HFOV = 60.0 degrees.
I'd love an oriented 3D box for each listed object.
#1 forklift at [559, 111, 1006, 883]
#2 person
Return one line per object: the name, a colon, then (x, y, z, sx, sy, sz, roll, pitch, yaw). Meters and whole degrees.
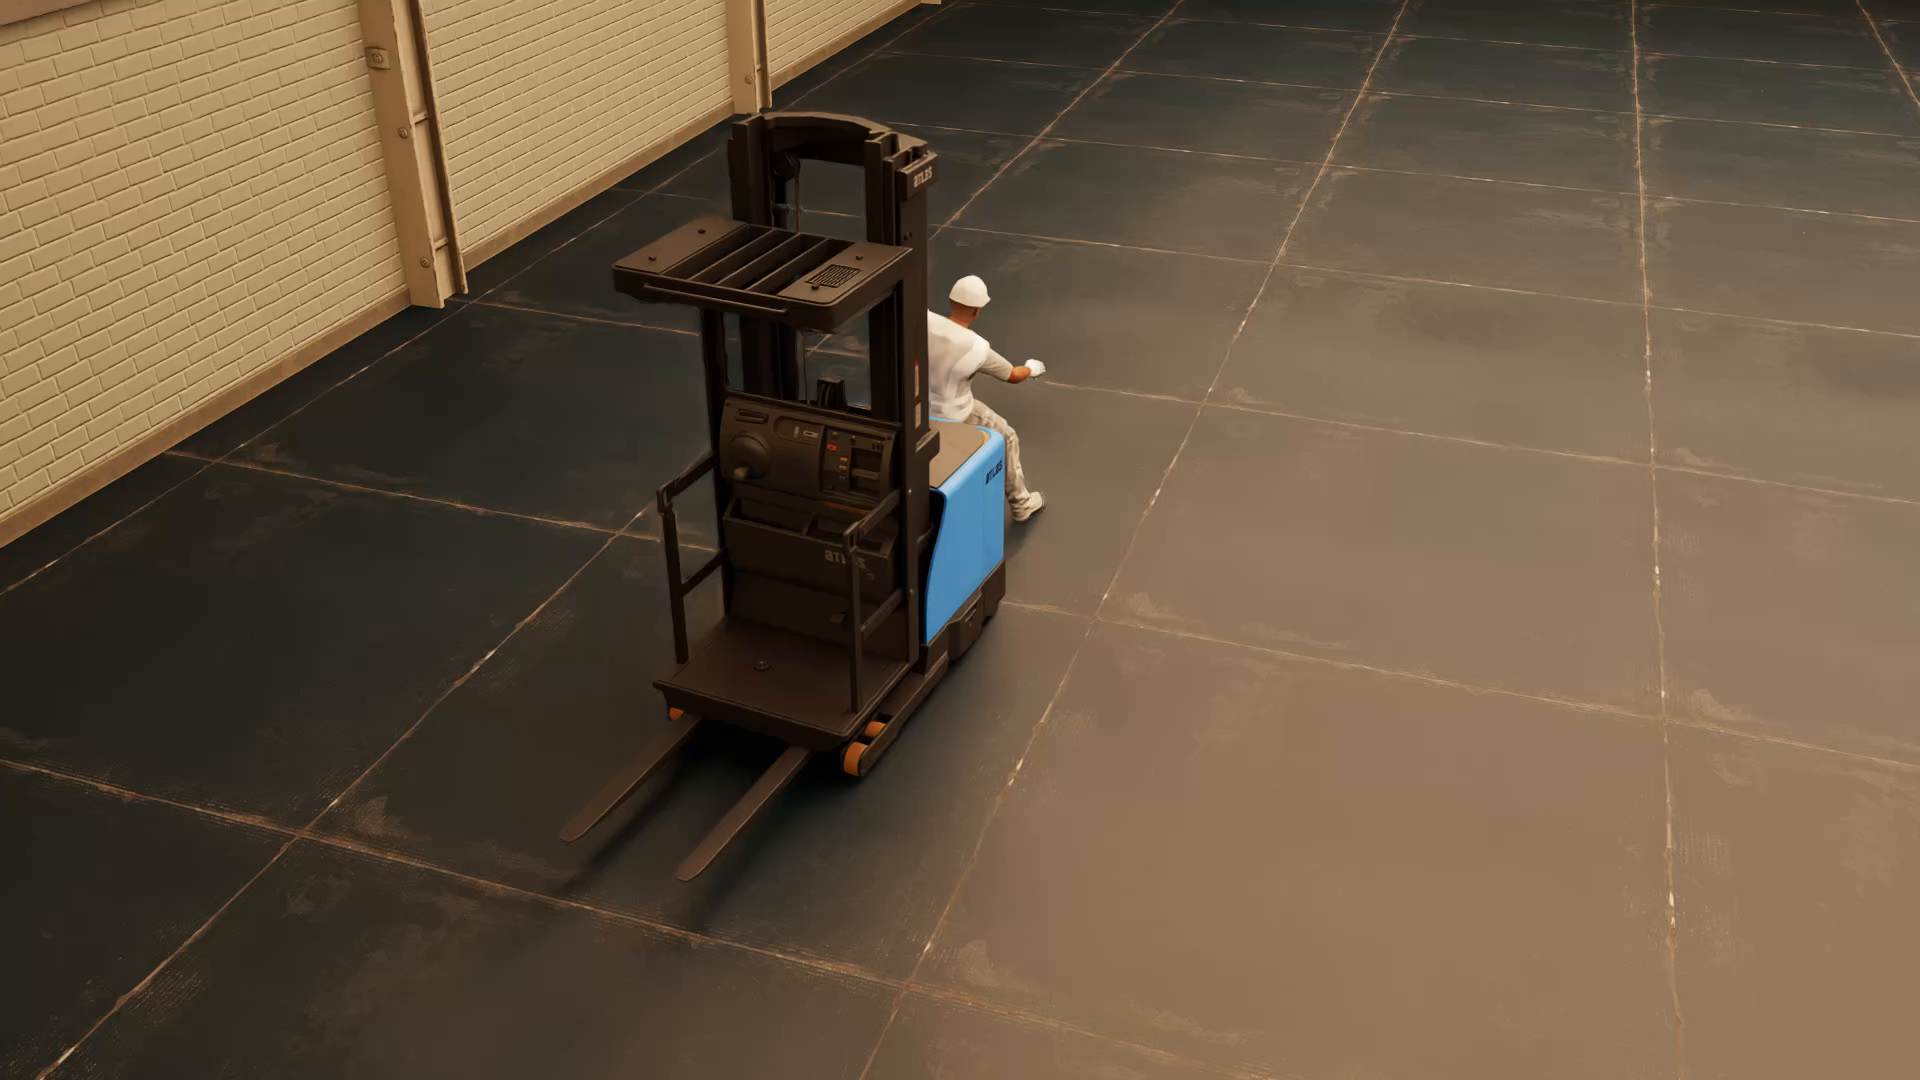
forklift: (-0.826, -0.371, 7.787, 1.130, 2.935, 3.031, 13, 32, 22)
person: (0.071, -0.906, 10.089, 0.837, 1.592, 0.792, 15, 33, 24)
